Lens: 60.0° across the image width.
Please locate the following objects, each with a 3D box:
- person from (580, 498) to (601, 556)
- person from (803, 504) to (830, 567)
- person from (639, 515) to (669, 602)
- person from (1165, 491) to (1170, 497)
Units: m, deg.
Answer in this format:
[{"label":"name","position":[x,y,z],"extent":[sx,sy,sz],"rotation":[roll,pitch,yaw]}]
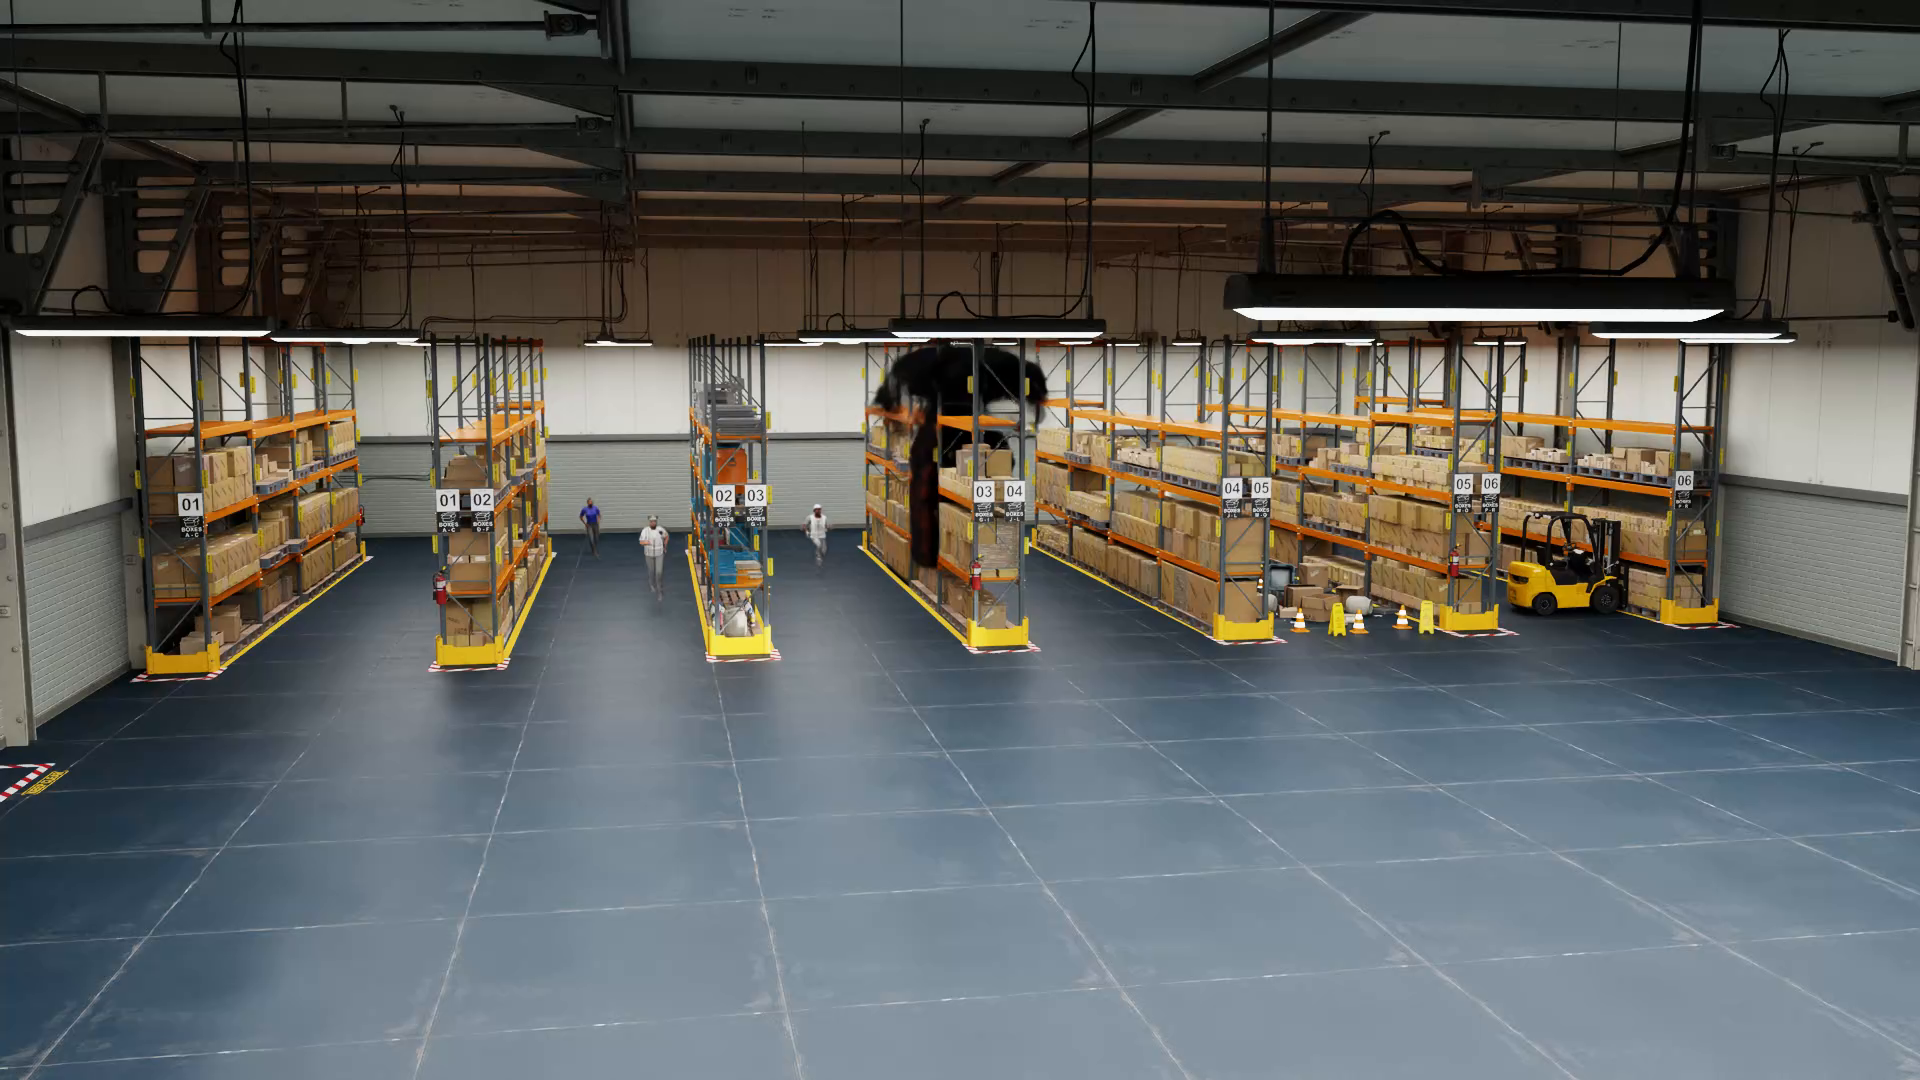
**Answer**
[{"label":"person","position":[-10.297,-0.324,46.341],"extent":[0.592,1.524,0.645],"rotation":[-2,7,-21]},{"label":"person","position":[-3.662,-0.089,42.730],"extent":[0.686,1.667,0.922],"rotation":[-2,7,-18]},{"label":"person","position":[-6.747,0.384,36.709],"extent":[0.640,1.908,0.766],"rotation":[-1,7,-9]},{"label":"person","position":[6.278,-0.927,50.671],"extent":[0.818,1.728,0.630],"rotation":[0,7,3]}]
